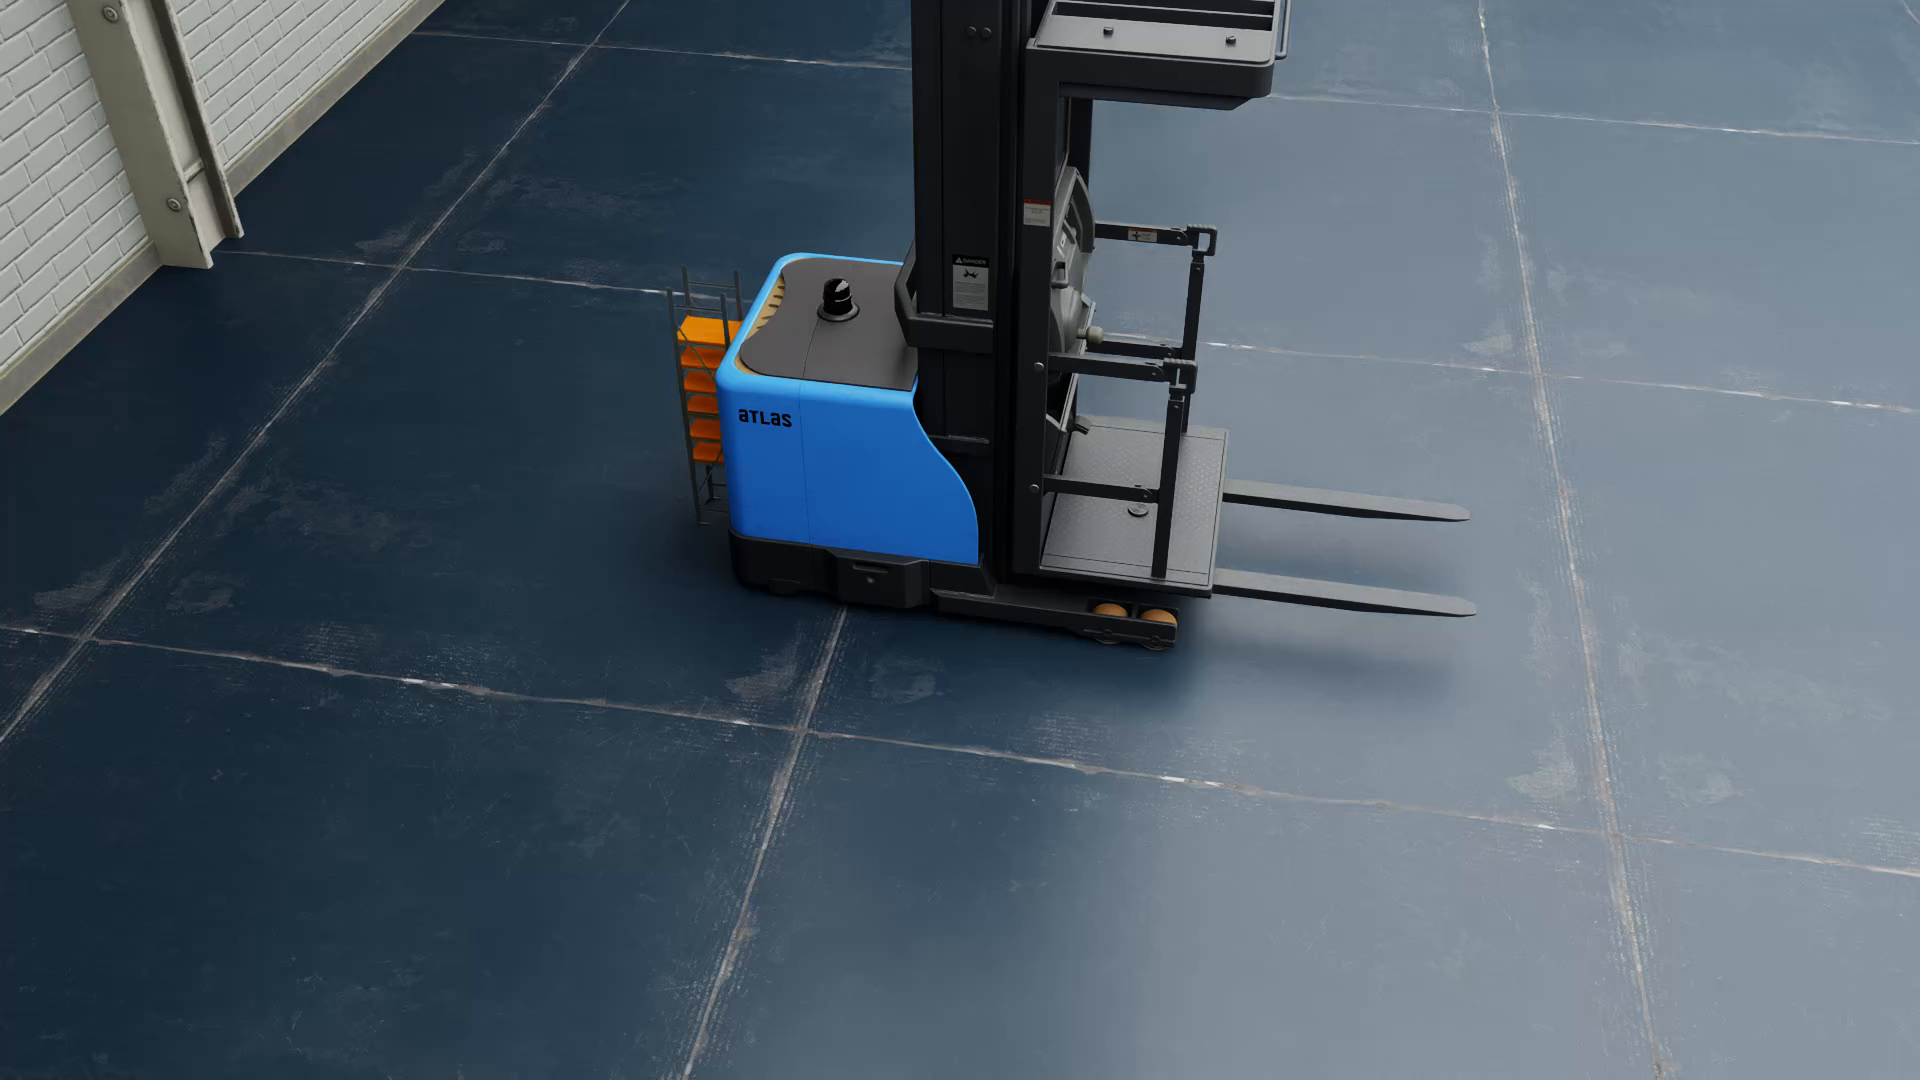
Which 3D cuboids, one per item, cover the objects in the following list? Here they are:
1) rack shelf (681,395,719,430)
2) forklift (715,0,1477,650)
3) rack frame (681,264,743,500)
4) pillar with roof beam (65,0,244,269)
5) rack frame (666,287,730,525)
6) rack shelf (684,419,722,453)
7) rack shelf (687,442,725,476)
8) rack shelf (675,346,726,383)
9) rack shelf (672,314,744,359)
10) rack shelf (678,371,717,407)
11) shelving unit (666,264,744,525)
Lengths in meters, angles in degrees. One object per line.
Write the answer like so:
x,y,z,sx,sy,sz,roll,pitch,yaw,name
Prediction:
-1.025,-0.544,7.036,0.258,0.103,0.180,7,40,8,rack shelf
0.611,-1.055,6.226,3.031,2.935,1.130,7,40,8,forklift
-1.008,-0.635,7.077,0.240,1.200,0.006,7,40,8,rack frame
0.041,-4.607,5.760,9.100,9.000,0.400,6,40,8,pillar with roof beam
-1.042,-0.521,6.938,0.240,1.200,0.006,7,40,8,rack frame
-1.025,-0.451,7.112,0.258,0.103,0.180,7,40,8,rack shelf
-1.025,-0.359,7.189,0.258,0.103,0.180,7,40,8,rack shelf
-1.025,-0.729,6.883,0.258,0.103,0.180,7,40,8,rack shelf
-1.025,-0.821,6.806,0.258,0.103,0.180,7,40,8,rack shelf
-1.025,-0.636,6.959,0.258,0.103,0.180,7,40,8,rack shelf
-1.025,-0.578,7.008,0.258,1.200,0.189,7,40,8,shelving unit
